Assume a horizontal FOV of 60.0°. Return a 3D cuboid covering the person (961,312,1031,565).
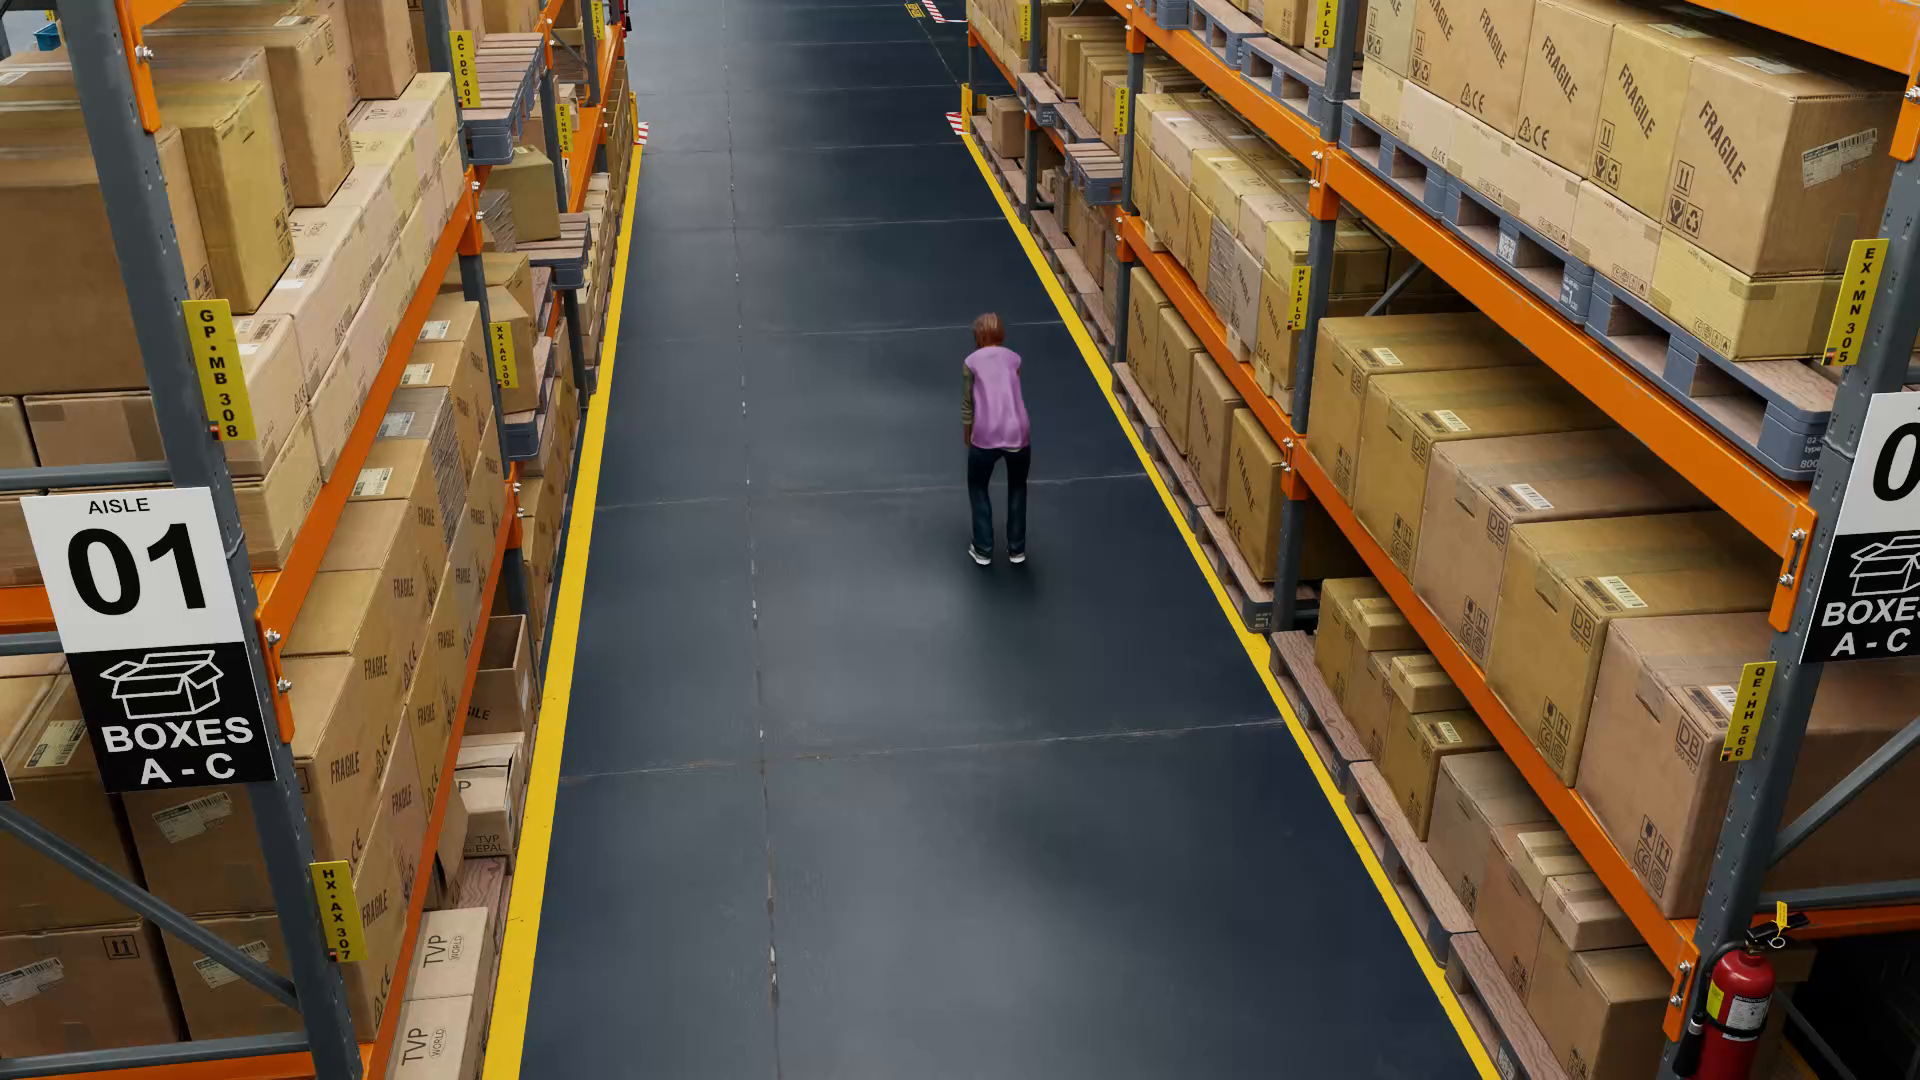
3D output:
[{"bbox_3d":[0.213,-0.587,9.928,0.380,1.444,0.645,-4,28,-8],"label":"person"}]
